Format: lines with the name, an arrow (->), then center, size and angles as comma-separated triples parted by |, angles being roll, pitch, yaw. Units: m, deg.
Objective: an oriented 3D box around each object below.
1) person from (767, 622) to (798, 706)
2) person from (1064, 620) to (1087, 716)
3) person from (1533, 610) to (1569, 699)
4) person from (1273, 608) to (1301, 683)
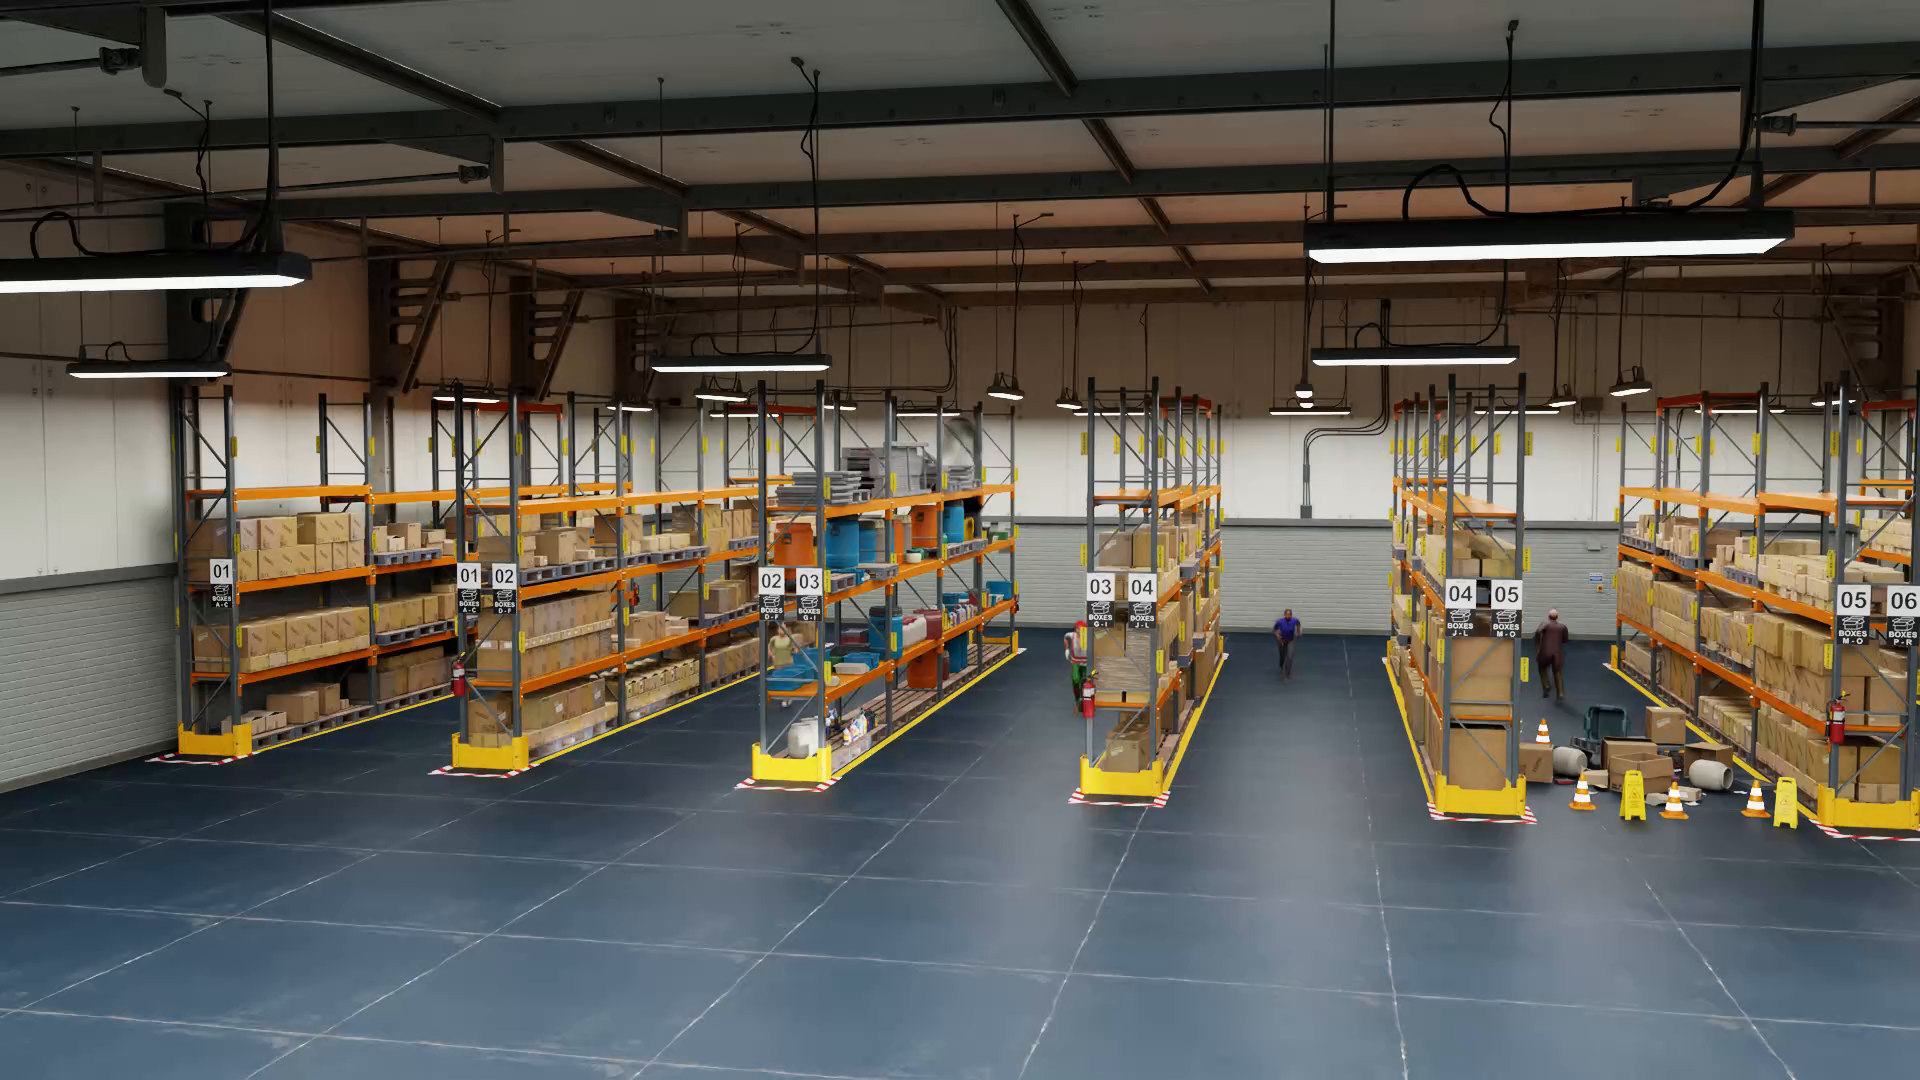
person -> -3.418, 2.394, 31.913 | 0.578, 1.630, 0.529 | 0, 3, 1
person -> 2.289, 2.376, 31.358 | 0.649, 1.785, 0.974 | 0, 3, 4
person -> 11.674, 2.276, 32.871 | 0.724, 1.794, 0.952 | 0, 3, 7
person -> 6.989, 2.238, 35.687 | 0.601, 1.615, 0.955 | 0, 3, -2
